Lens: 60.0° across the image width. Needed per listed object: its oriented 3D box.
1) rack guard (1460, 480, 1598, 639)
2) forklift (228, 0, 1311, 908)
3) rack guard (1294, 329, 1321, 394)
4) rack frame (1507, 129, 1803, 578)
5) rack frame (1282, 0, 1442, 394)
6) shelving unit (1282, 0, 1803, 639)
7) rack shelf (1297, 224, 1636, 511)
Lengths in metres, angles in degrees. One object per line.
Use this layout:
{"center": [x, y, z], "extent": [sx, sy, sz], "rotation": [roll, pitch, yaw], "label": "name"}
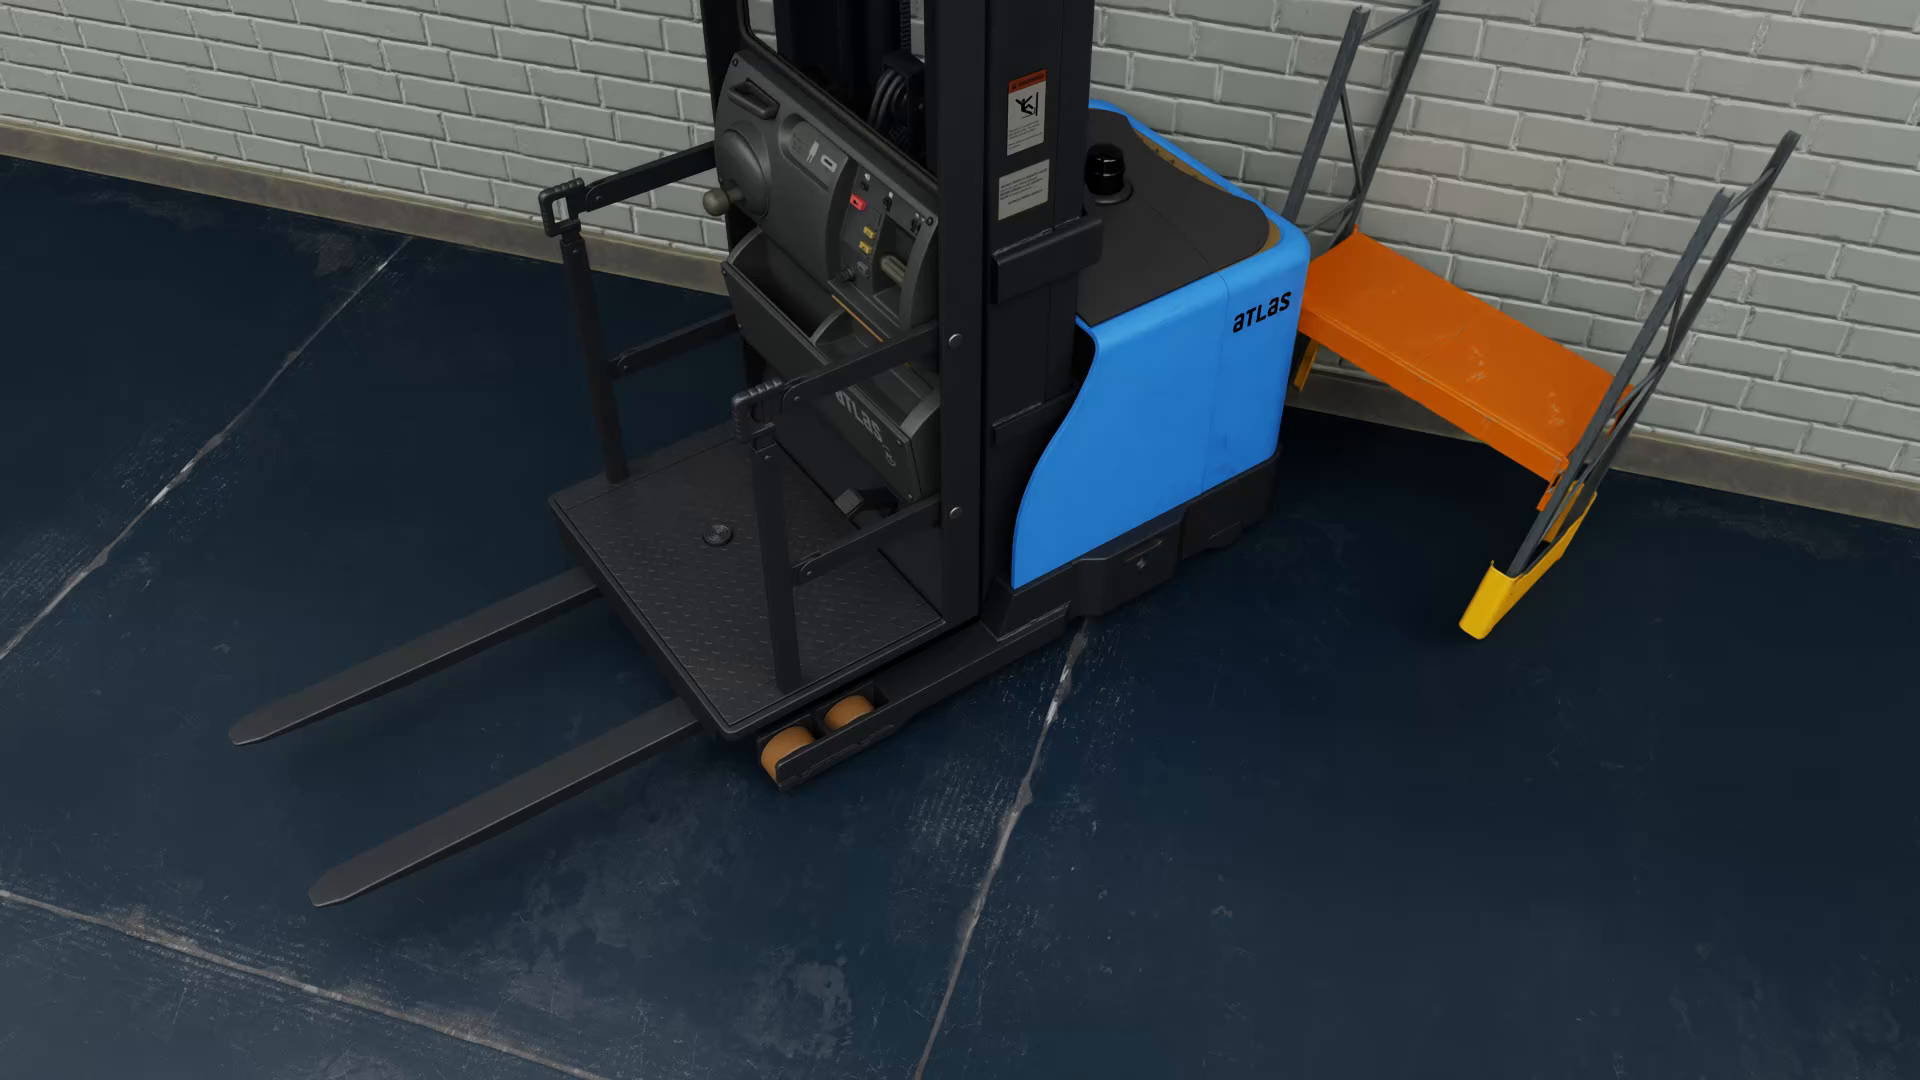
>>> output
{"center": [1.705, 0.052, 4.972], "extent": [0.087, 0.250, 0.587], "rotation": [36, 48, 23], "label": "rack guard"}
{"center": [-0.512, -0.797, 3.968], "extent": [3.031, 2.935, 1.130], "rotation": [-26, 50, -24], "label": "forklift"}
{"center": [0.963, -0.489, 5.357], "extent": [0.087, 0.250, 0.587], "rotation": [36, 48, 23], "label": "rack guard"}
{"center": [1.821, -0.381, 4.536], "extent": [0.032, 1.500, 0.500], "rotation": [36, 48, 23], "label": "rack frame"}
{"center": [1.064, -0.933, 4.930], "extent": [0.032, 1.500, 0.500], "rotation": [36, 48, 23], "label": "rack frame"}
{"center": [1.436, -0.662, 4.736], "extent": [1.083, 1.500, 0.587], "rotation": [36, 48, 23], "label": "shelving unit"}
{"center": [1.413, -0.529, 4.856], "extent": [1.000, 0.185, 0.538], "rotation": [36, 48, 23], "label": "rack shelf"}
